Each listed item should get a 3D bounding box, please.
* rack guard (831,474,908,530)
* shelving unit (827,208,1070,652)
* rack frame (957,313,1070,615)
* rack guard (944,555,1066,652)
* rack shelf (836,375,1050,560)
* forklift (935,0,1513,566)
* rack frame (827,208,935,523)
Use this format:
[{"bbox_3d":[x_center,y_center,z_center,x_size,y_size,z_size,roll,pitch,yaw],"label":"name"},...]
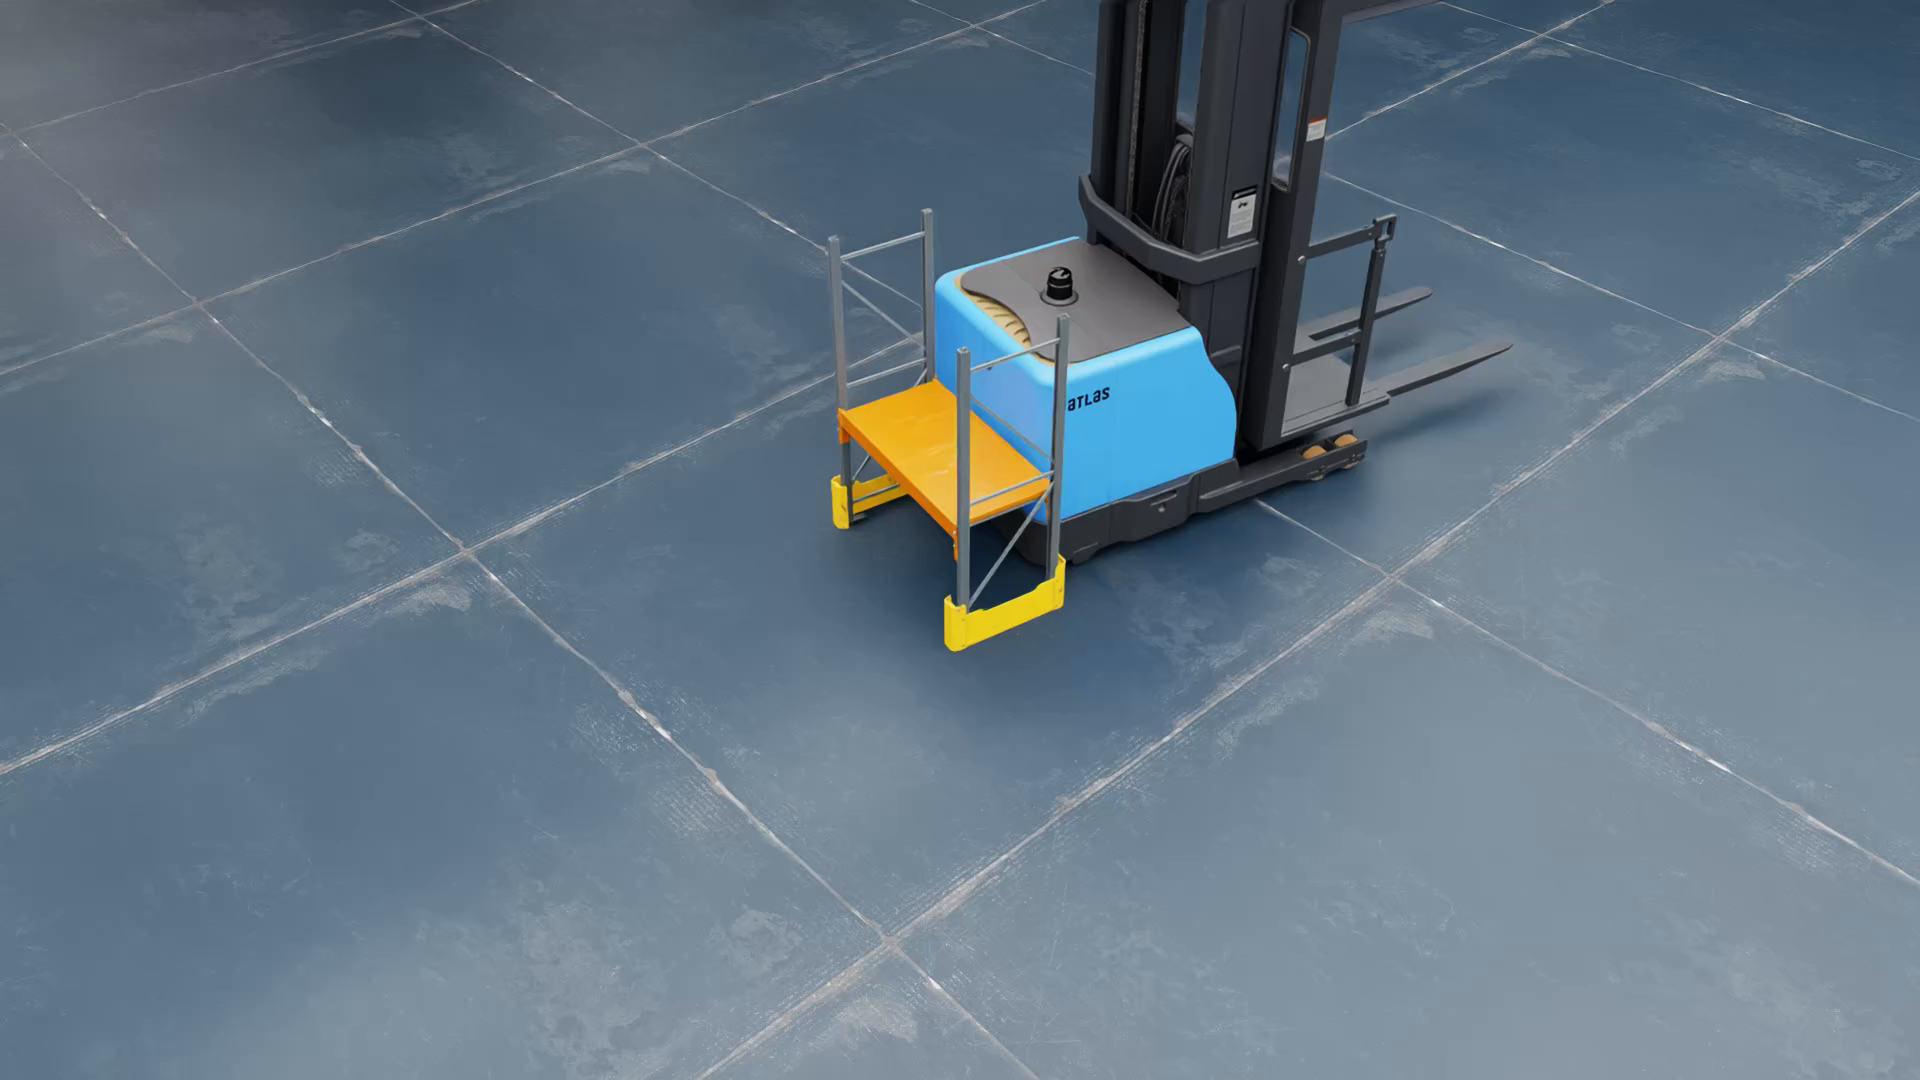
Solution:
[{"bbox_3d":[-0.333,-0.260,7.873,0.587,0.250,0.087,-22,44,-24],"label":"rack guard"},{"bbox_3d":[-0.068,-0.482,7.153,0.587,1.500,1.083,-22,44,-24],"label":"shelving unit"},{"bbox_3d":[0.207,-0.206,6.812,0.500,1.500,0.032,-22,44,-24],"label":"rack frame"},{"bbox_3d":[0.197,0.269,7.217,0.587,0.250,0.087,-22,44,-24],"label":"rack guard"},{"bbox_3d":[-0.064,-0.337,7.260,0.538,0.185,1.000,-22,44,-24],"label":"rack shelf"},{"bbox_3d":[1.406,-1.700,7.522,3.031,2.935,1.130,-20,43,-23],"label":"forklift"},{"bbox_3d":[-0.334,-0.747,7.482,0.500,1.500,0.032,-22,44,-24],"label":"rack frame"}]
